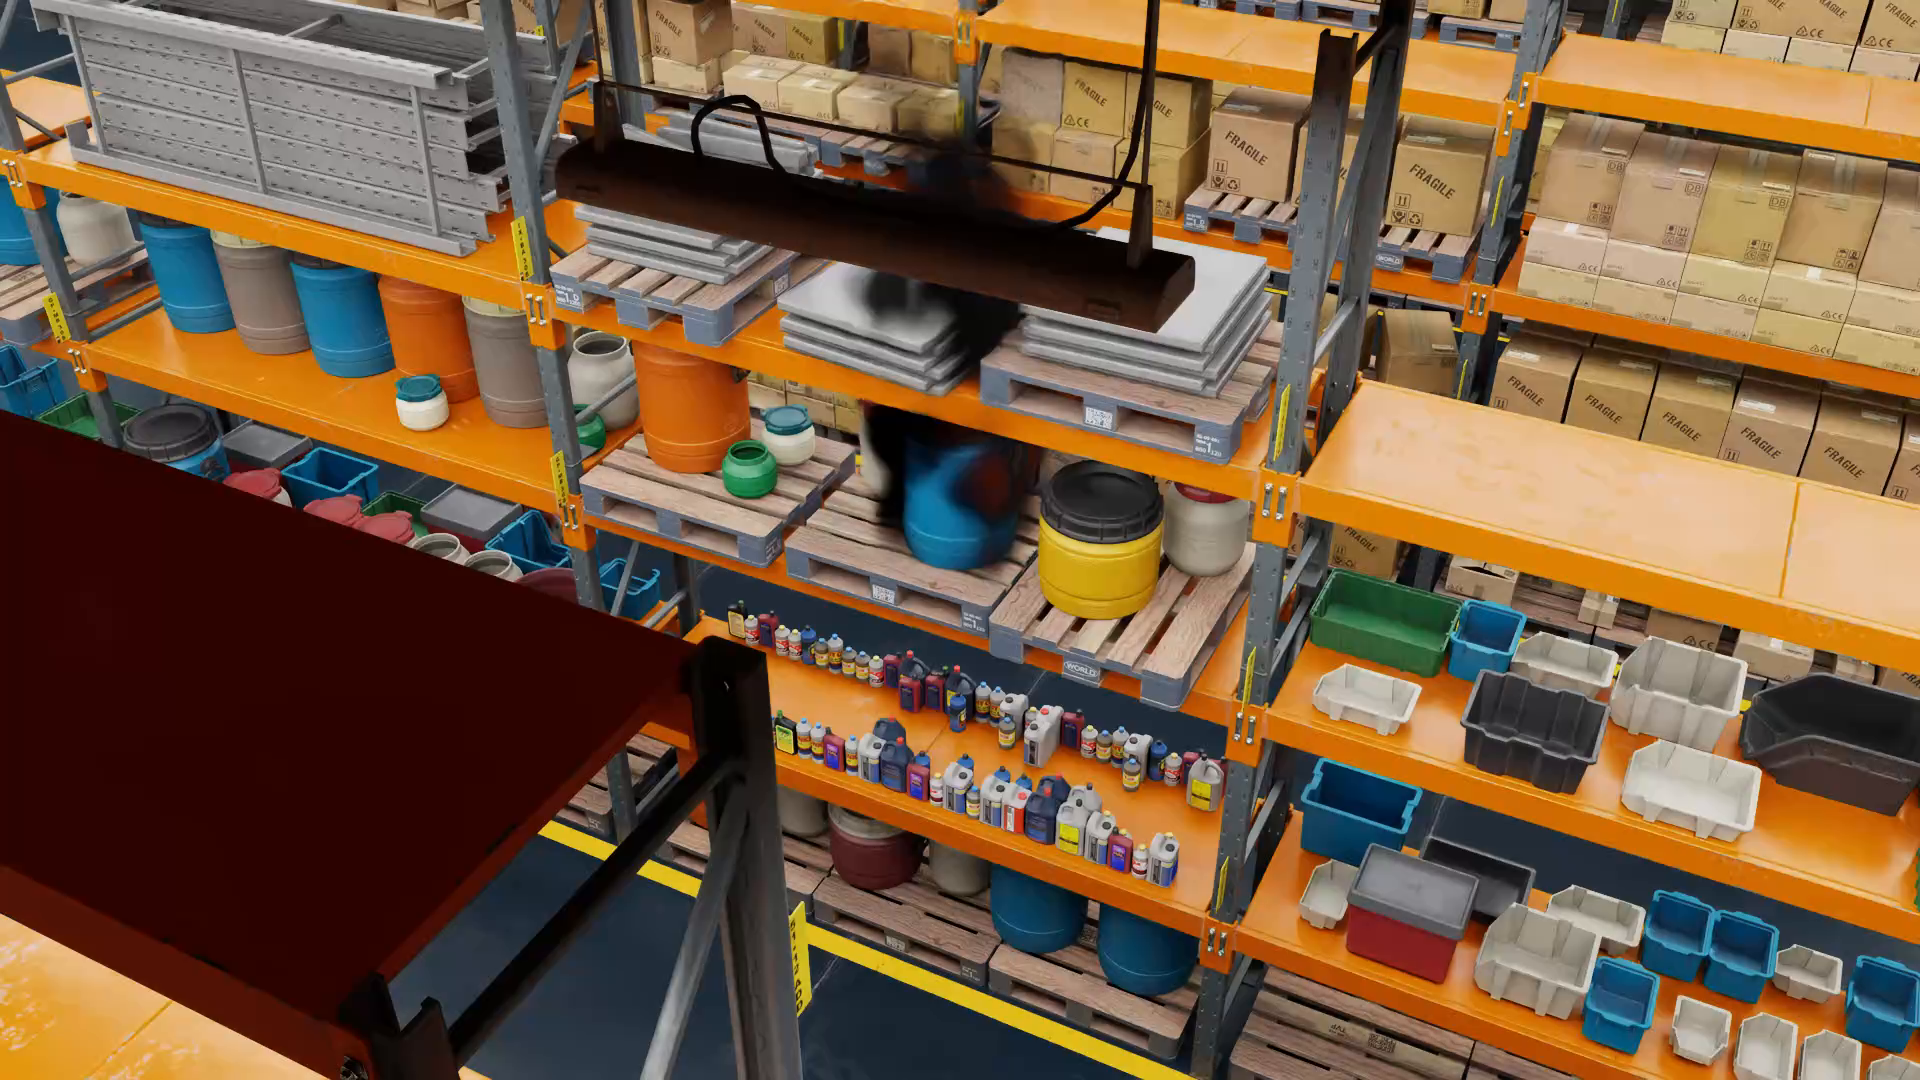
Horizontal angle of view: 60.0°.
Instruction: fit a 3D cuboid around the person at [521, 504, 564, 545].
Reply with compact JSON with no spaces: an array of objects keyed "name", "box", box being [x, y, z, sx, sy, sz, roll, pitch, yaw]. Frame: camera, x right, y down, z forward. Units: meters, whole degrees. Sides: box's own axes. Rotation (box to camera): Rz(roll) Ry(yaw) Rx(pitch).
[{"name":"person","box":[-3.465,-0.556,13.244,0.533,1.624,0.580,13,37,18]}]
